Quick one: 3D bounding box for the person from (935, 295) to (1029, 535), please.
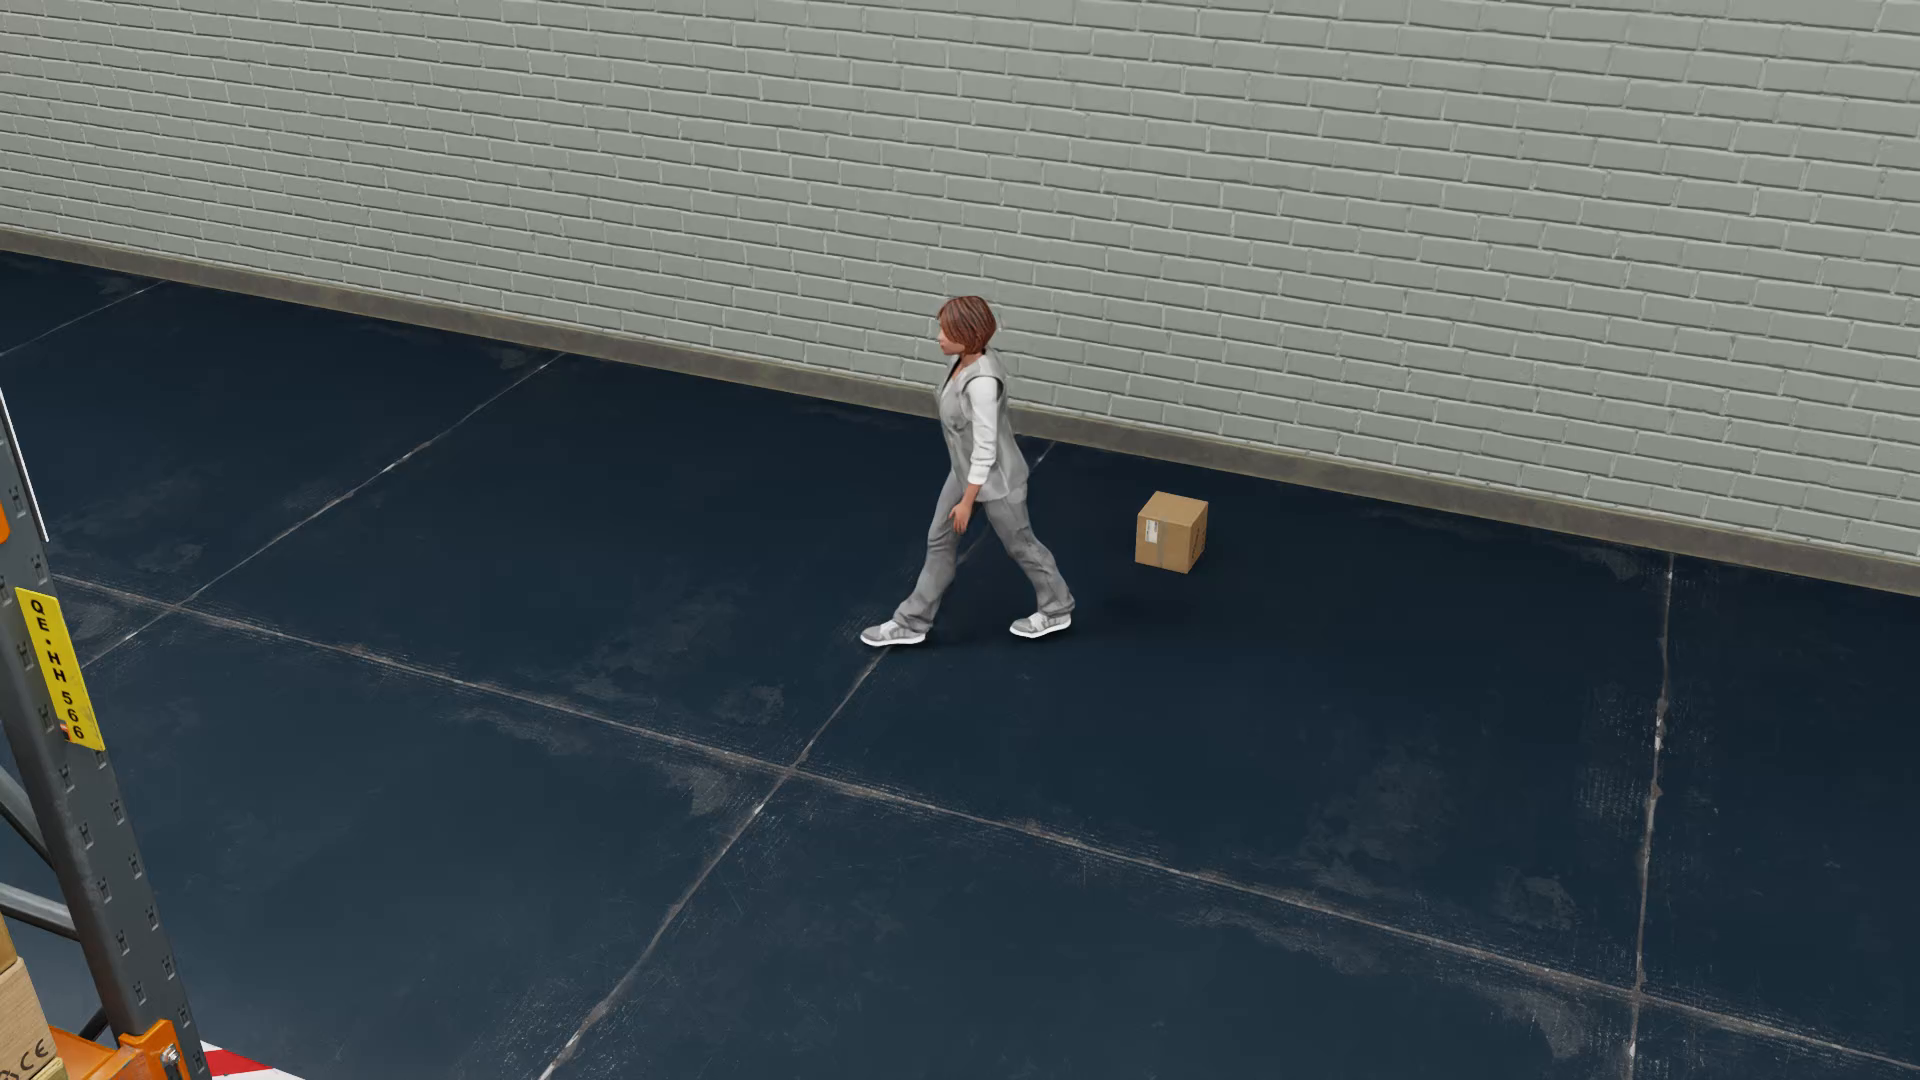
[{"bbox_3d":[0.085,-0.512,6.387,0.362,0.918,0.444,-9,31,-15],"label":"person"}]
